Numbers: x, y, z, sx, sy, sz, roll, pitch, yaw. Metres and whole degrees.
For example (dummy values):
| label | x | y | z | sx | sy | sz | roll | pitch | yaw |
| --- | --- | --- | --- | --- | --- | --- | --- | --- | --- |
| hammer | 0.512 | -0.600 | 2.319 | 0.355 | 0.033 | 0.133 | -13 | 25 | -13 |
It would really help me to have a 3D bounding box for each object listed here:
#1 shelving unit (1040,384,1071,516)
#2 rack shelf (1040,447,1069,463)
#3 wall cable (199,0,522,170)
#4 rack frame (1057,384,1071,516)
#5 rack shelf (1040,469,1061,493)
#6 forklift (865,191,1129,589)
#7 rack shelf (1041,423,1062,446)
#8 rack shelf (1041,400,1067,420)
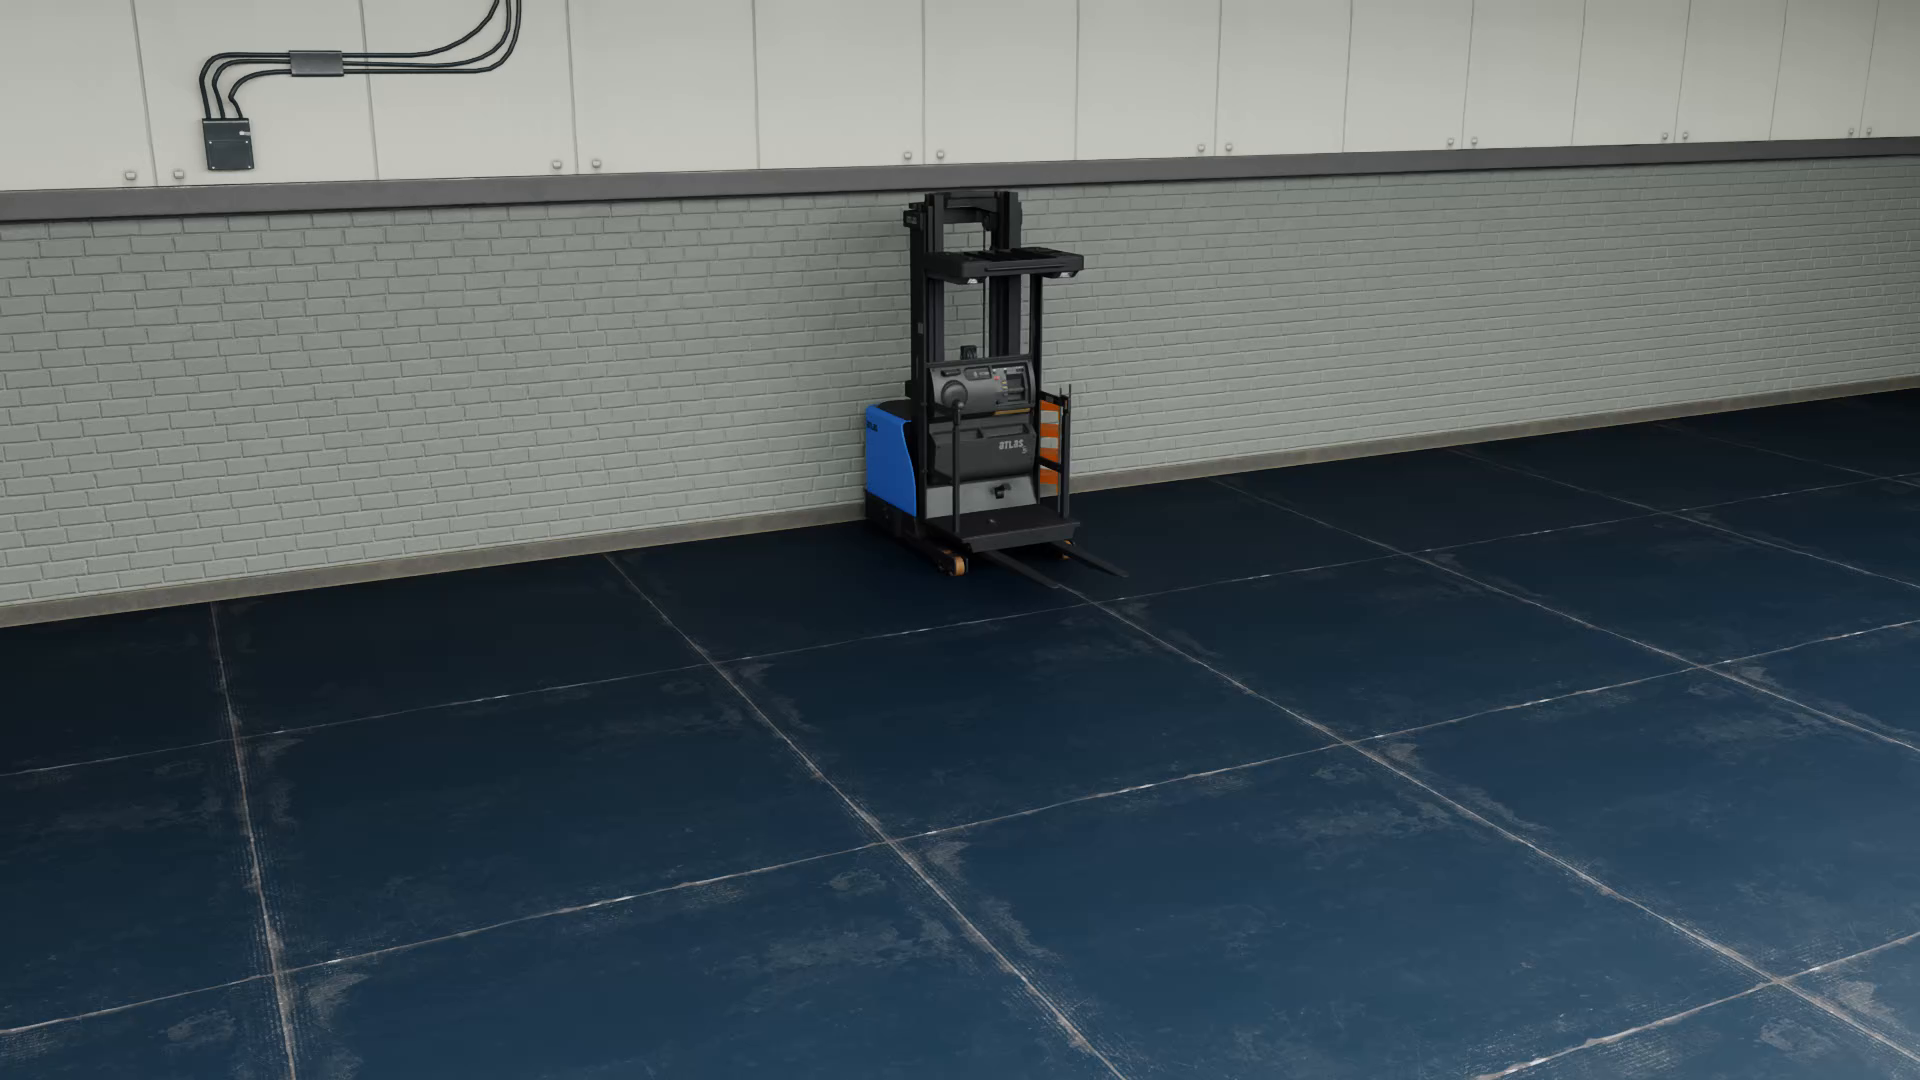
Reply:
| label | x | y | z | sx | sy | sz | roll | pitch | yaw |
| --- | --- | --- | --- | --- | --- | --- | --- | --- | --- |
| shelving unit | 0.708 | -0.807 | 14.887 | 0.503 | 1.200 | 0.258 | 8 | 18 | 25 |
| rack shelf | 0.708 | -0.742 | 14.906 | 0.480 | 0.148 | 0.258 | 8 | 18 | 25 |
| wall cable | -4.322 | -5.664 | 11.510 | 2.305 | 6.003 | 0.169 | -8 | 18 | -25 |
| rack frame | 0.928 | -0.778 | 14.785 | 0.015 | 1.200 | 0.240 | 8 | 18 | 25 |
| rack shelf | 0.708 | -0.551 | 14.961 | 0.480 | 0.148 | 0.258 | 8 | 18 | 25 |
| forklift | 0.286 | -1.256 | 13.312 | 1.130 | 2.935 | 3.031 | -8 | 18 | -26 |
| rack shelf | 0.708 | -0.957 | 14.844 | 0.480 | 0.148 | 0.258 | 8 | 18 | 25 |
| rack shelf | 0.708 | -1.185 | 14.779 | 0.480 | 0.148 | 0.258 | 8 | 18 | 25 |
